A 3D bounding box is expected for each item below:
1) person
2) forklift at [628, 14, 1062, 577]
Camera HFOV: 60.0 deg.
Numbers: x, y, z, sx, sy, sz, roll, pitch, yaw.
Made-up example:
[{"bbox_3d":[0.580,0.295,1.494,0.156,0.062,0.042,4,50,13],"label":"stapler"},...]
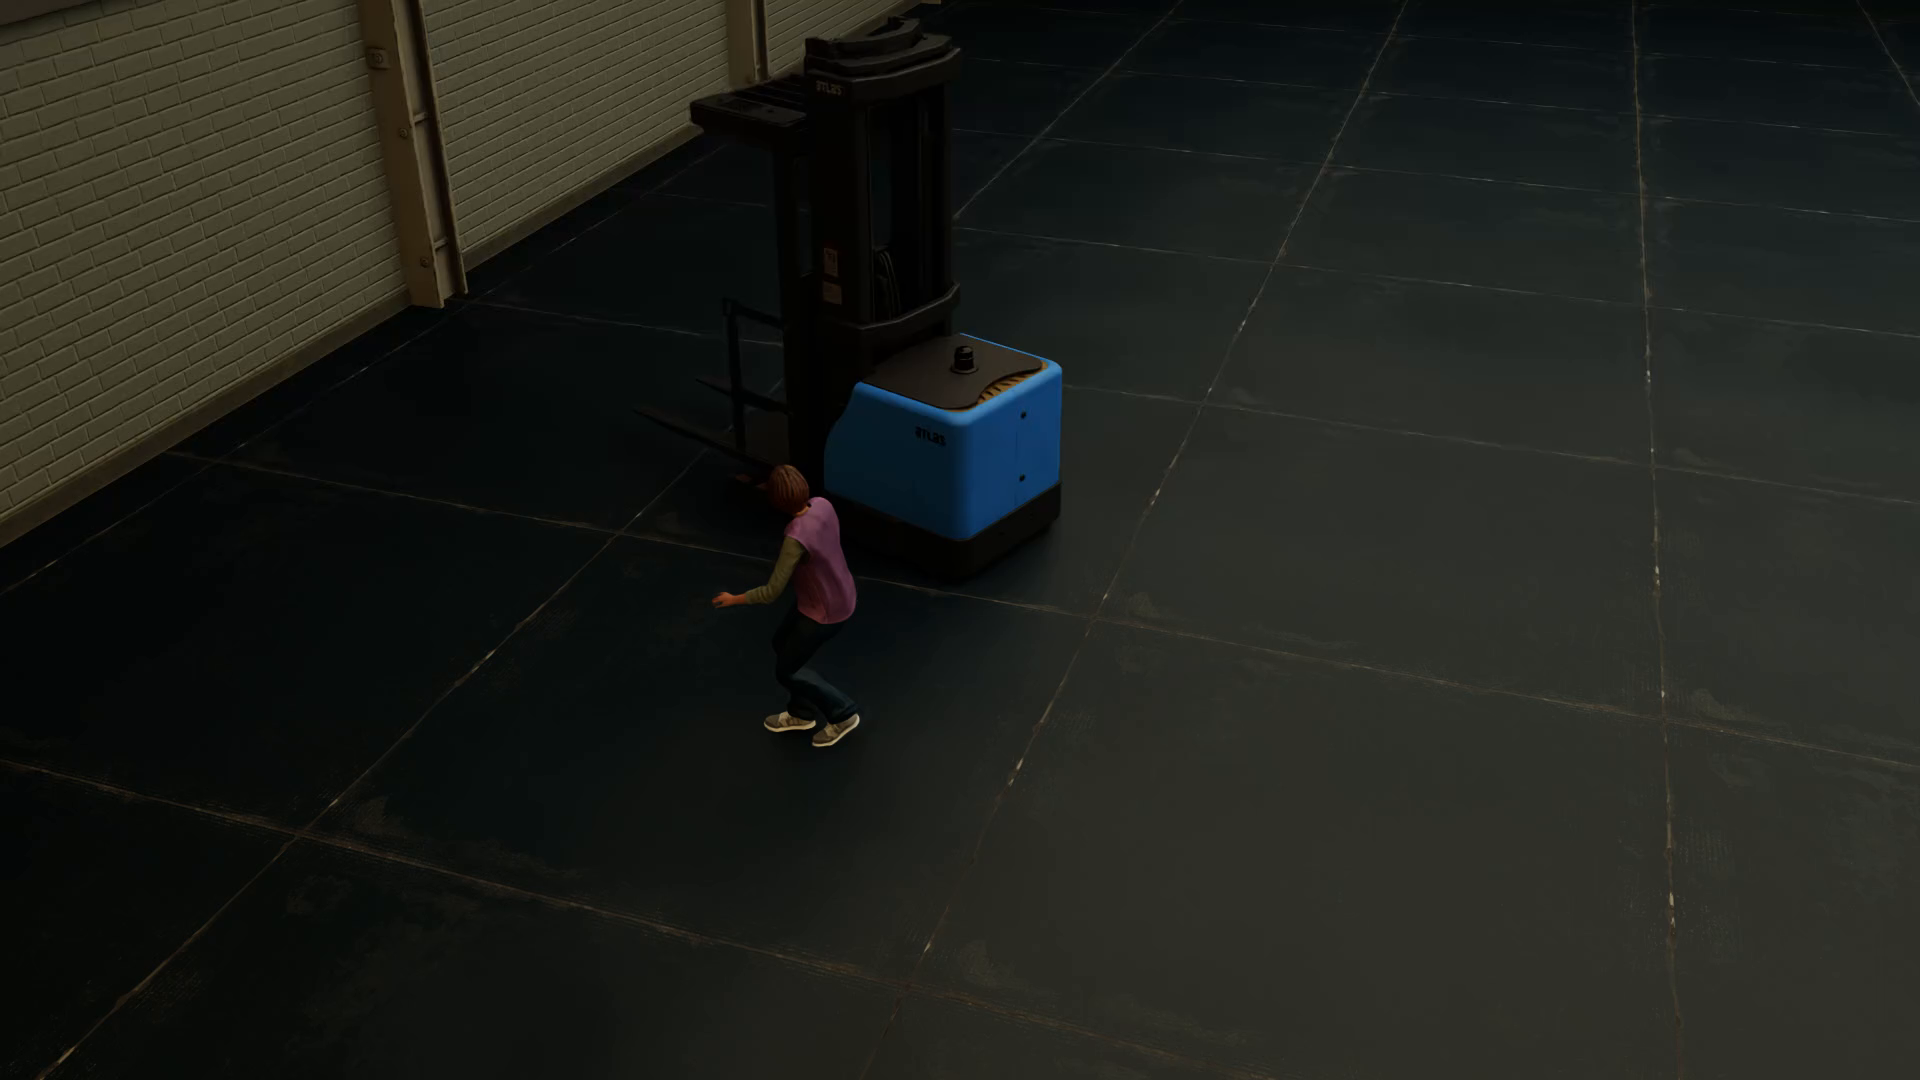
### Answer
[{"bbox_3d":[-0.831,0.301,8.056,0.672,1.505,0.694,2,30,4],"label":"person"},{"bbox_3d":[-0.851,-1.646,10.024,3.031,2.935,1.130,21,36,33],"label":"forklift"}]
